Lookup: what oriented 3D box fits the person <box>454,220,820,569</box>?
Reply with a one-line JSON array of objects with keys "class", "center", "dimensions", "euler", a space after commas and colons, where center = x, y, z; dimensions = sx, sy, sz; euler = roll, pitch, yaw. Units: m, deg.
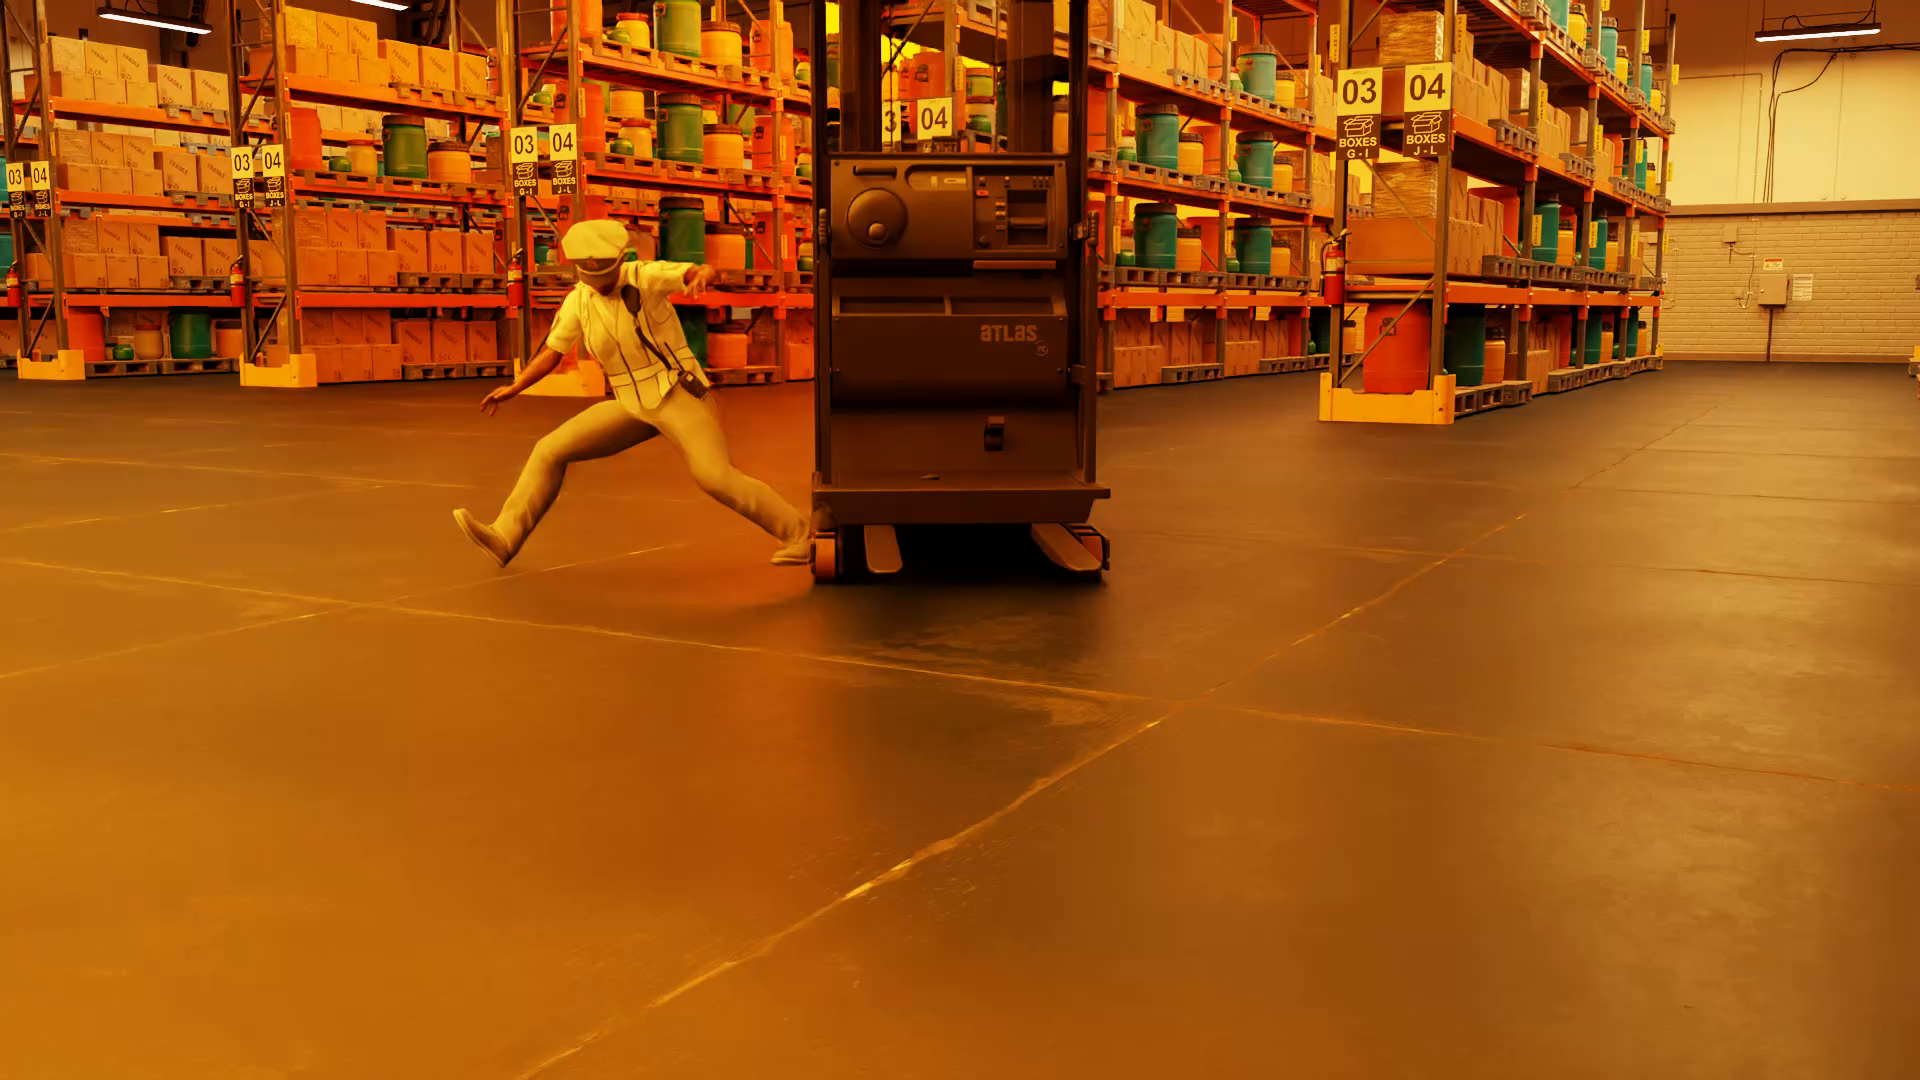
[{"class": "person", "center": [-1.234, -0.539, 6.337], "dimensions": [1.287, 1.340, 0.800], "euler": [5, 9, 31]}]

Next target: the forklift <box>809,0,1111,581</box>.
[{"class": "forklift", "center": [-0.024, -1.344, 6.333], "dimensions": [1.130, 2.935, 3.031], "euler": [-1, 8, -4]}]
